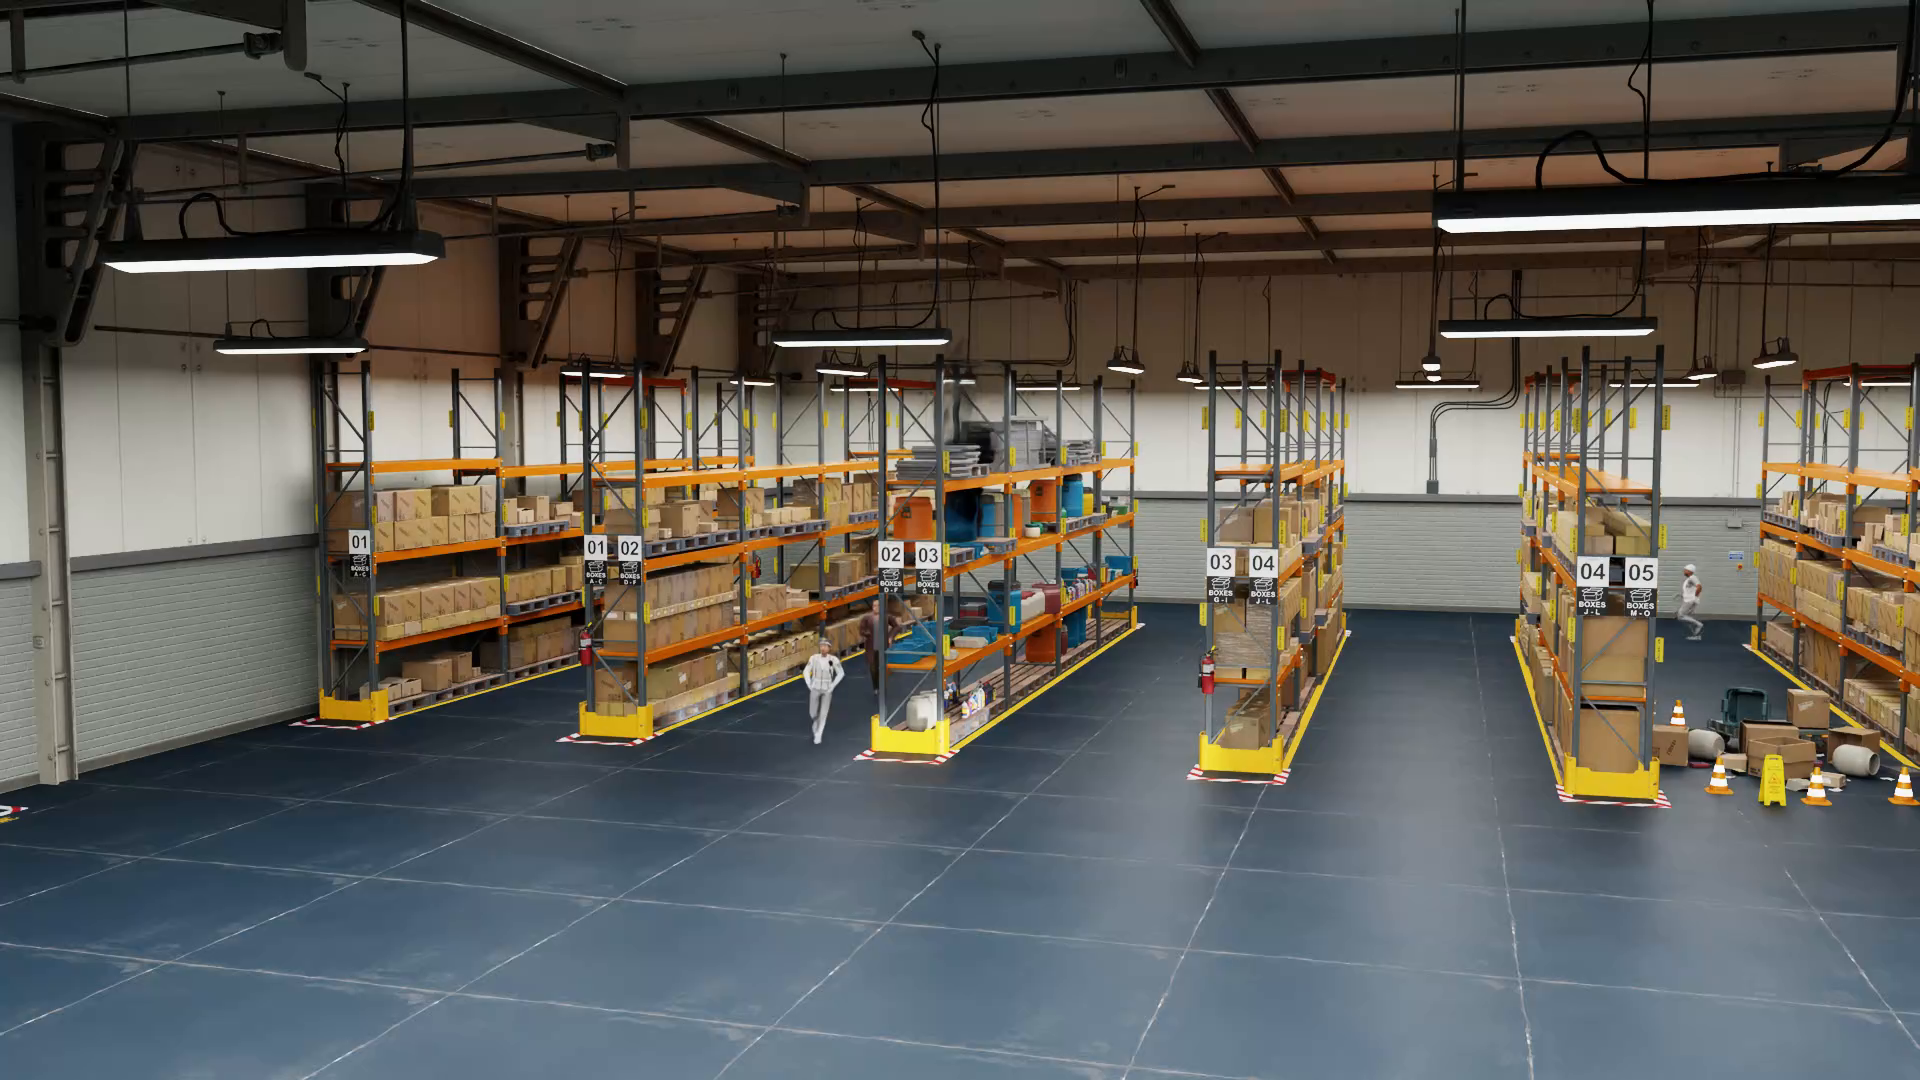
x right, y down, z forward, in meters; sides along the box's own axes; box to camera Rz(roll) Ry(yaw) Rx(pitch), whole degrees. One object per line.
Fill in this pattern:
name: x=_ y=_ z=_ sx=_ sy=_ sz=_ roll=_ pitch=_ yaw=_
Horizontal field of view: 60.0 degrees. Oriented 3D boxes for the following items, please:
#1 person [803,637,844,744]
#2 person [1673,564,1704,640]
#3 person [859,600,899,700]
person: x=-2.130 y=2.334 z=26.017 sx=0.642 sy=1.674 sz=0.610 roll=0 pitch=4 yaw=2
person: x=16.630 y=1.422 z=37.959 sx=0.660 sy=1.733 sz=0.709 roll=2 pitch=4 yaw=22
person: x=-1.478 y=1.989 z=29.820 sx=0.685 sy=1.826 sz=0.776 roll=1 pitch=4 yaw=7
